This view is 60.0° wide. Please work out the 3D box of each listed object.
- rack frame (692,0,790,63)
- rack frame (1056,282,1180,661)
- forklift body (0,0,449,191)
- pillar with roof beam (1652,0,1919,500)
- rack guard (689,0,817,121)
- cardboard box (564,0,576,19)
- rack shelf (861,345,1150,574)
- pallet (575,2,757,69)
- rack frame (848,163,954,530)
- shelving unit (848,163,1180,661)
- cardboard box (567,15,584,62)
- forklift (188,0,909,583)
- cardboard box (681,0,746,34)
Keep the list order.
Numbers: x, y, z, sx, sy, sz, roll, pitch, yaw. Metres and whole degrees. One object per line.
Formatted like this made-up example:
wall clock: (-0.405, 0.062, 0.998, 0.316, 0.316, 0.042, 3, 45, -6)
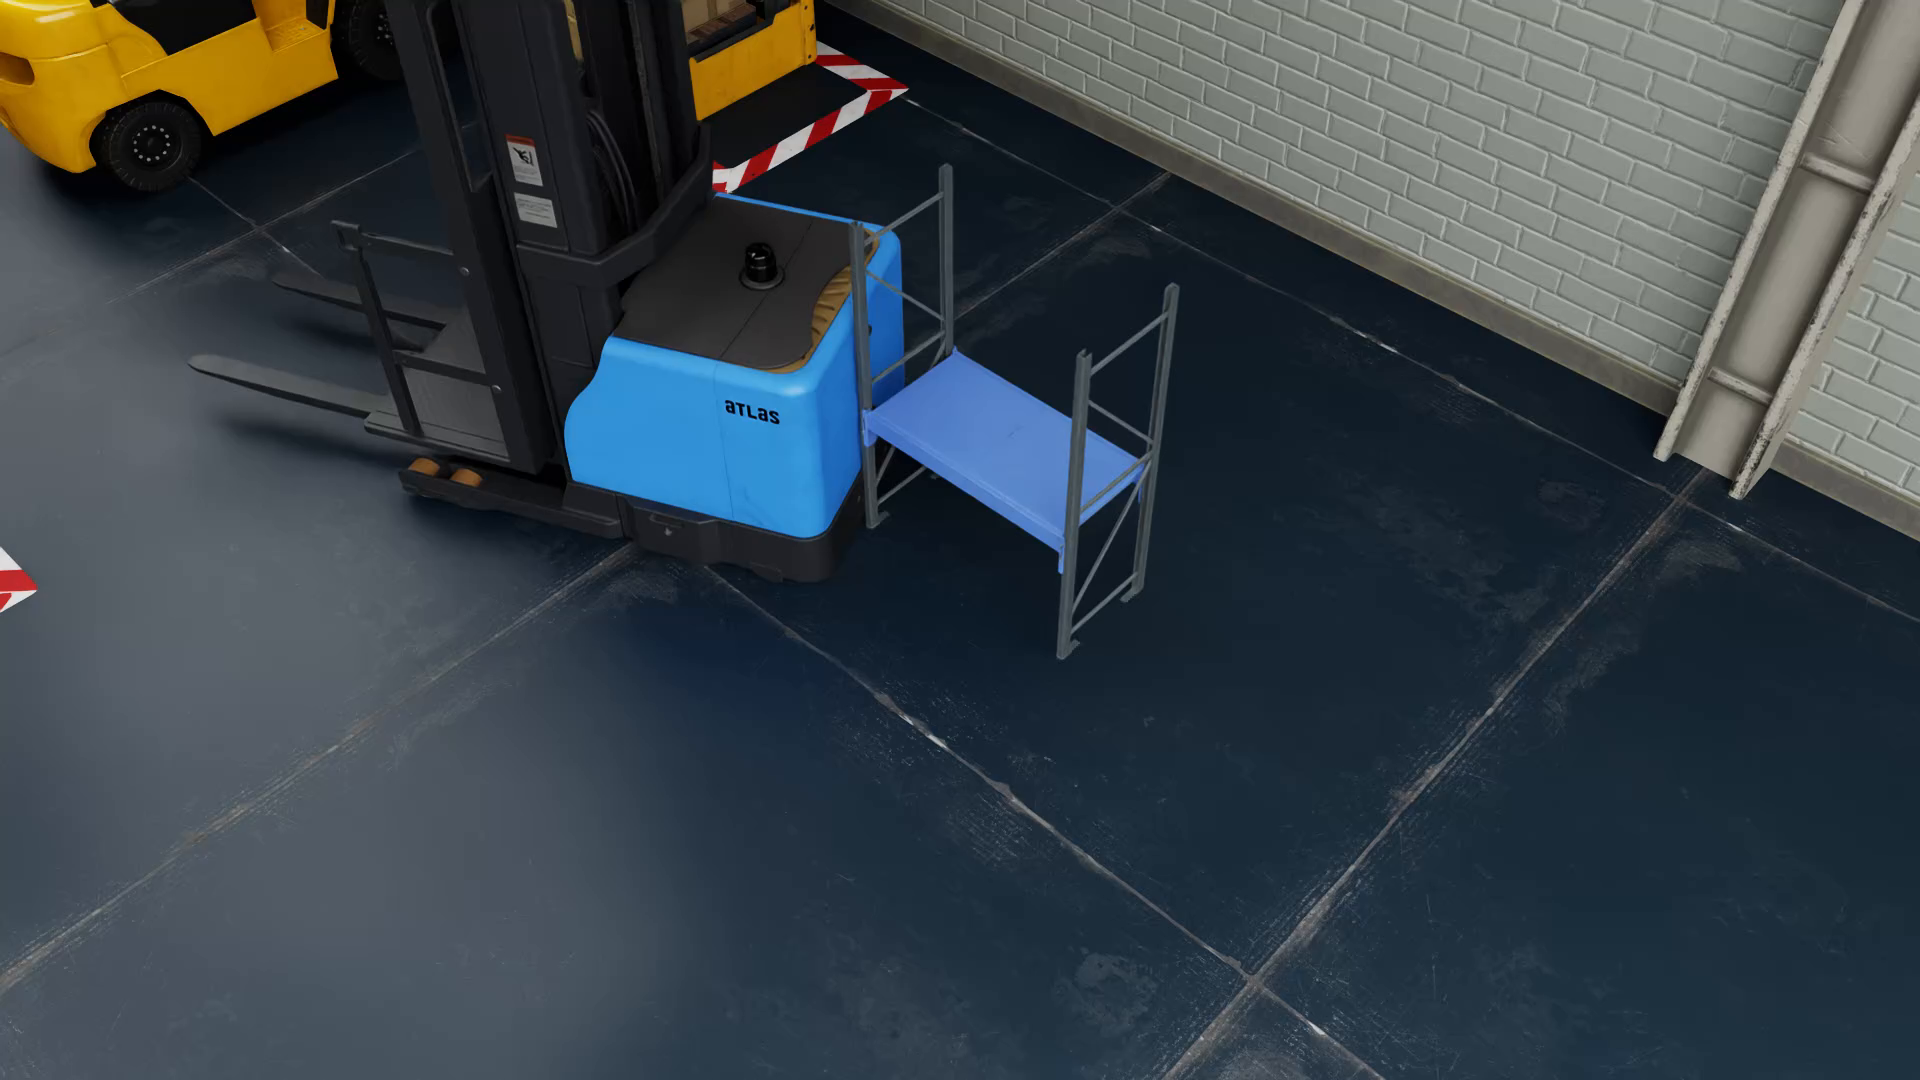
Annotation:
rack frame: (-1.310, -3.510, 7.988, 0.127, 3.000, 1.000, 34, 55, 28)
rack frame: (0.546, -0.196, 5.906, 0.032, 1.500, 0.500, 34, 55, 28)
forklift body: (-3.940, -3.180, 8.260, 1.214, 2.155, 2.313, 34, 55, 28)
pillar with roof beam: (0.279, -1.117, 1.627, 0.400, 9.000, 9.100, 34, 55, 28)
rack guard: (-1.292, -2.642, 8.888, 0.348, 0.500, 1.175, 34, 55, 28)
cardboard box: (-1.879, -2.957, 8.724, 0.500, 0.250, 0.500, 33, 55, 27)
rack shelf: (0.170, -0.323, 6.271, 1.000, 0.185, 0.538, 34, 55, 28)
pallet: (-1.900, -2.911, 9.338, 1.213, 0.211, 1.003, 34, 55, 28)
rack frame: (-0.205, -0.696, 6.375, 0.032, 1.500, 0.500, 34, 55, 28)
shelving unit: (0.170, -0.446, 6.140, 1.048, 1.500, 0.538, 34, 55, 28)
cardboard box: (-1.869, -2.775, 8.896, 0.500, 0.250, 0.500, 34, 56, 28)
forklift: (-1.788, -1.484, 6.133, 3.031, 2.935, 1.130, 14, 48, 13)
cardboard box: (-1.538, -3.060, 9.164, 0.500, 0.250, 0.500, 34, 56, 28)
